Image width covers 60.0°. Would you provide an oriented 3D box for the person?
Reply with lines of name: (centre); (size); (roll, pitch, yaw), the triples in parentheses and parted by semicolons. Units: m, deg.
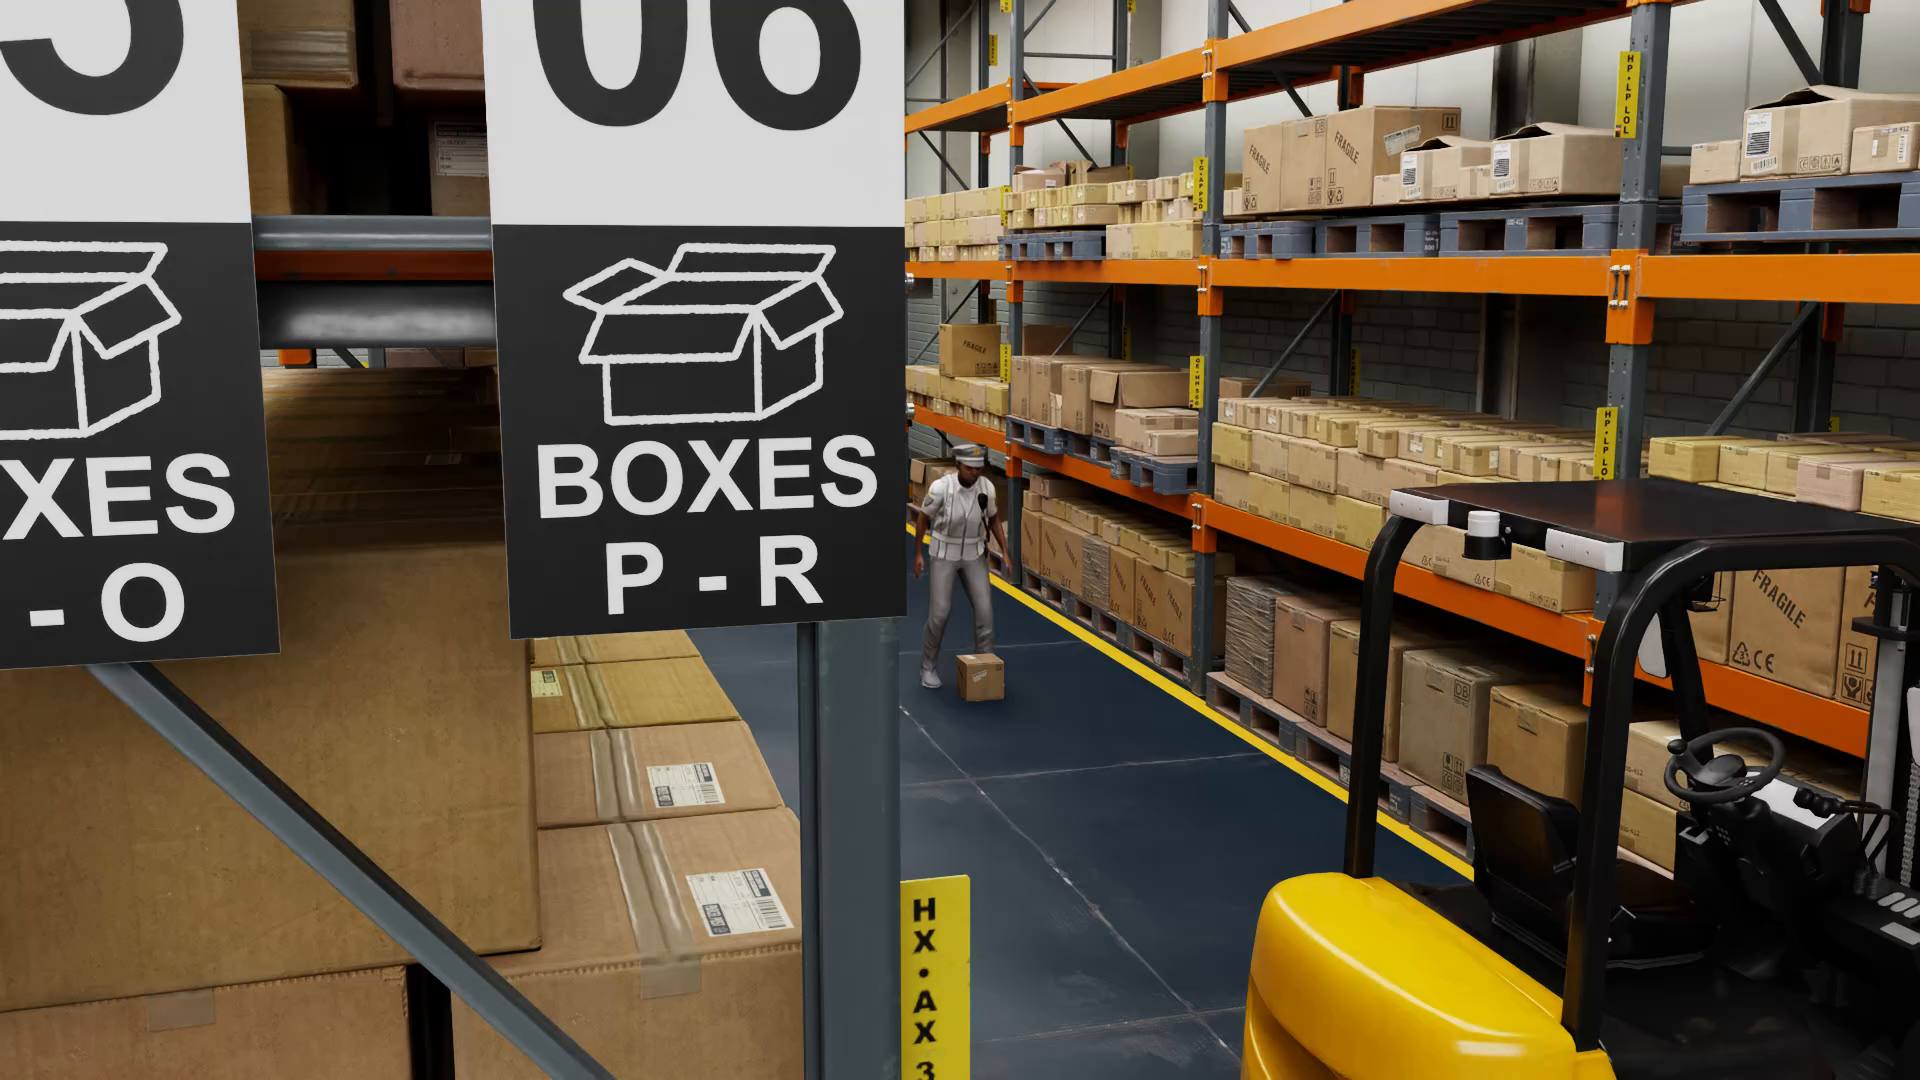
person: (0.032, 0.167, 11.075); (0.646, 1.630, 0.525); (-3, 10, -15)
